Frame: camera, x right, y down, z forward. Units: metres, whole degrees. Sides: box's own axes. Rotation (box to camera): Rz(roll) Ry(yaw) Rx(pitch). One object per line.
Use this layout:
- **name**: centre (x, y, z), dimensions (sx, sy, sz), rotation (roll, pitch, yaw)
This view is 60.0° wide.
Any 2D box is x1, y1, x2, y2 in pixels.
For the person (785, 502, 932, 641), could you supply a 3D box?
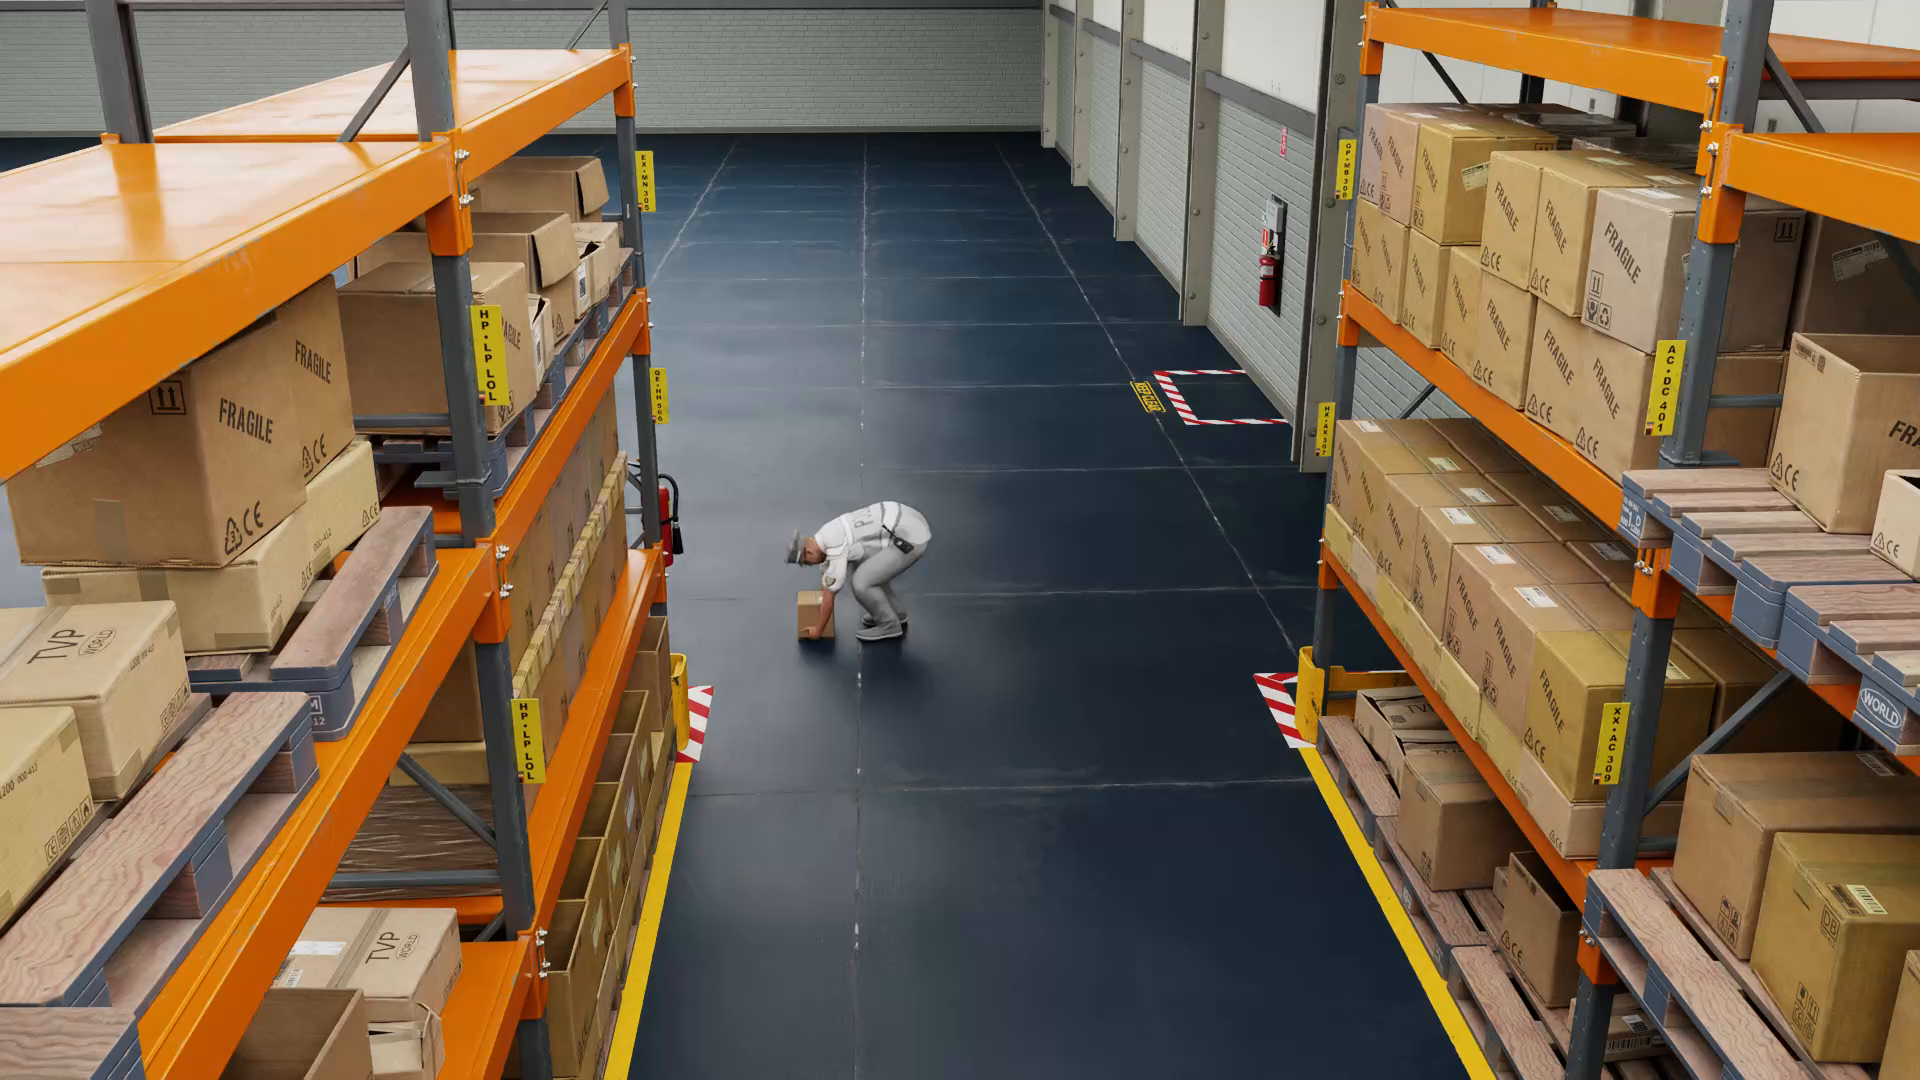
- **person**: centre (-0.713, 0.213, 11.663), dimensions (1.023, 0.939, 0.527), rotation (-2, 20, -6)
